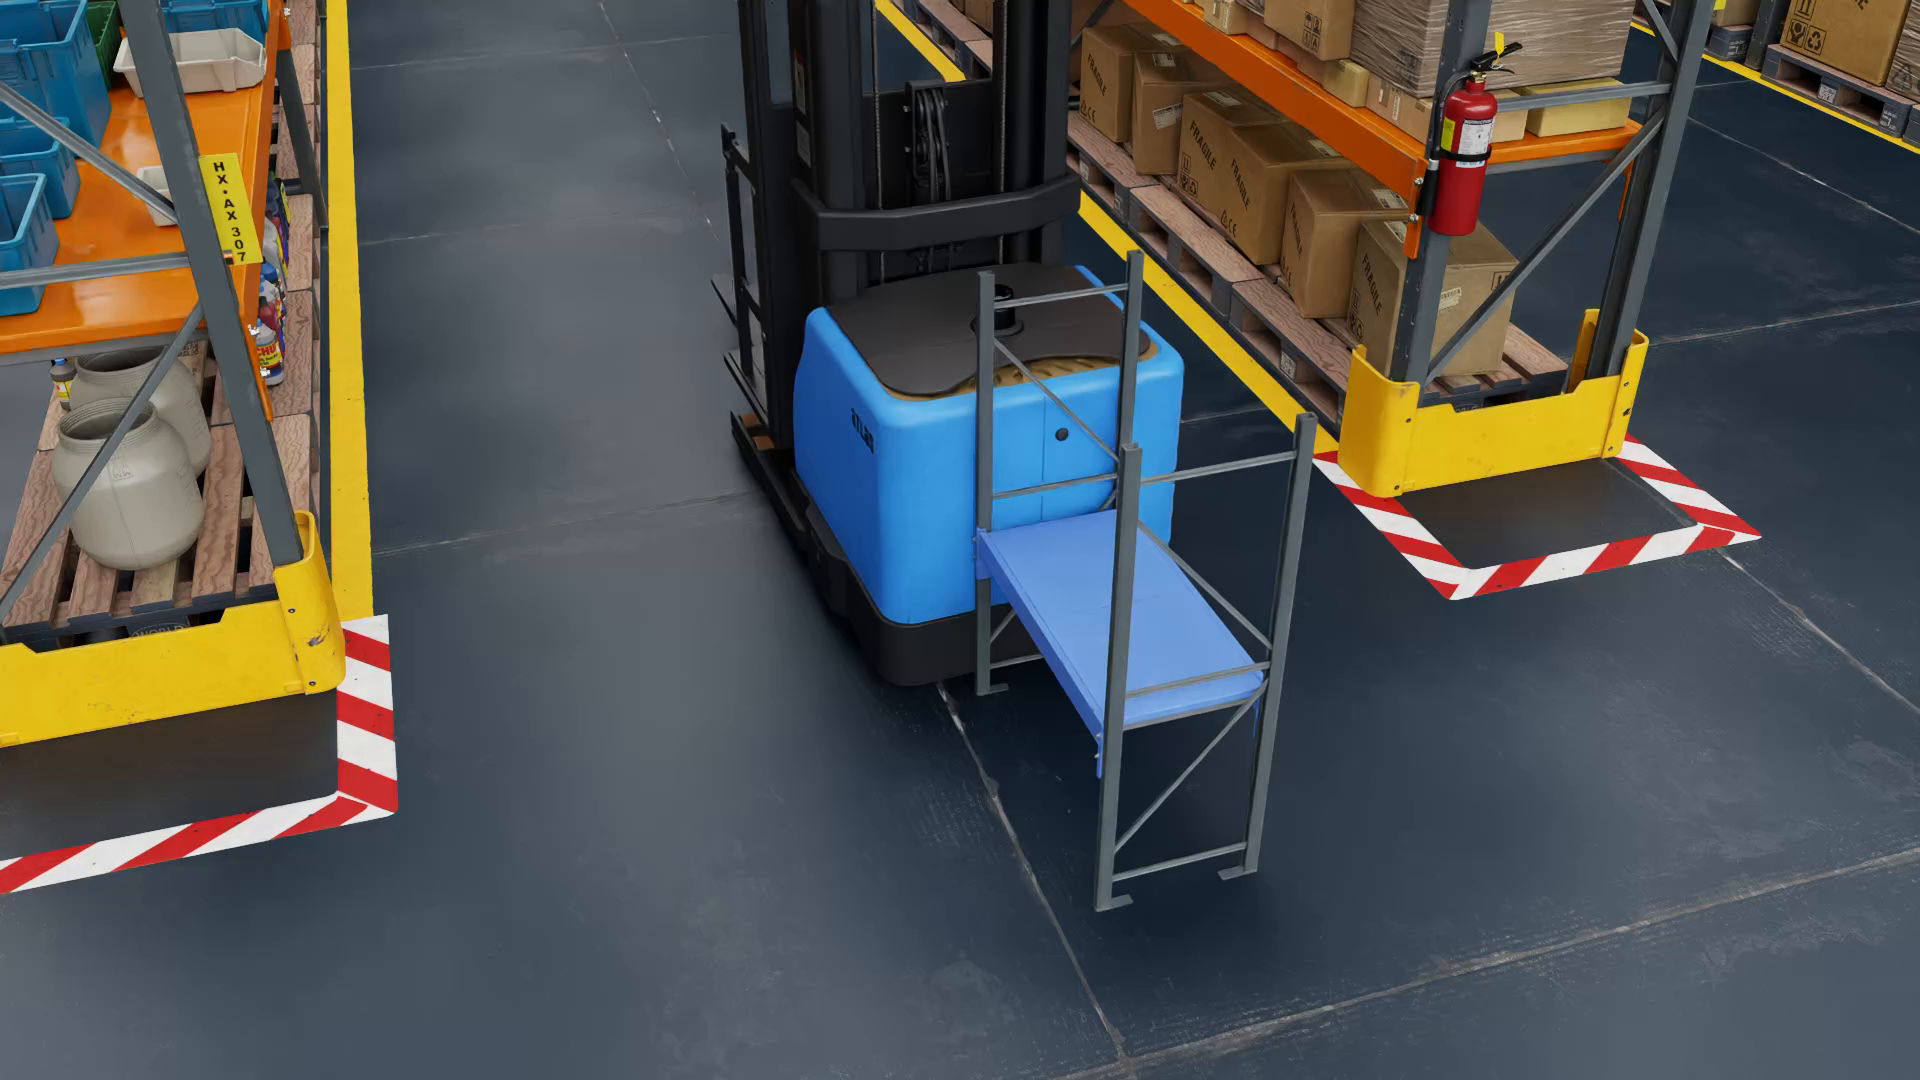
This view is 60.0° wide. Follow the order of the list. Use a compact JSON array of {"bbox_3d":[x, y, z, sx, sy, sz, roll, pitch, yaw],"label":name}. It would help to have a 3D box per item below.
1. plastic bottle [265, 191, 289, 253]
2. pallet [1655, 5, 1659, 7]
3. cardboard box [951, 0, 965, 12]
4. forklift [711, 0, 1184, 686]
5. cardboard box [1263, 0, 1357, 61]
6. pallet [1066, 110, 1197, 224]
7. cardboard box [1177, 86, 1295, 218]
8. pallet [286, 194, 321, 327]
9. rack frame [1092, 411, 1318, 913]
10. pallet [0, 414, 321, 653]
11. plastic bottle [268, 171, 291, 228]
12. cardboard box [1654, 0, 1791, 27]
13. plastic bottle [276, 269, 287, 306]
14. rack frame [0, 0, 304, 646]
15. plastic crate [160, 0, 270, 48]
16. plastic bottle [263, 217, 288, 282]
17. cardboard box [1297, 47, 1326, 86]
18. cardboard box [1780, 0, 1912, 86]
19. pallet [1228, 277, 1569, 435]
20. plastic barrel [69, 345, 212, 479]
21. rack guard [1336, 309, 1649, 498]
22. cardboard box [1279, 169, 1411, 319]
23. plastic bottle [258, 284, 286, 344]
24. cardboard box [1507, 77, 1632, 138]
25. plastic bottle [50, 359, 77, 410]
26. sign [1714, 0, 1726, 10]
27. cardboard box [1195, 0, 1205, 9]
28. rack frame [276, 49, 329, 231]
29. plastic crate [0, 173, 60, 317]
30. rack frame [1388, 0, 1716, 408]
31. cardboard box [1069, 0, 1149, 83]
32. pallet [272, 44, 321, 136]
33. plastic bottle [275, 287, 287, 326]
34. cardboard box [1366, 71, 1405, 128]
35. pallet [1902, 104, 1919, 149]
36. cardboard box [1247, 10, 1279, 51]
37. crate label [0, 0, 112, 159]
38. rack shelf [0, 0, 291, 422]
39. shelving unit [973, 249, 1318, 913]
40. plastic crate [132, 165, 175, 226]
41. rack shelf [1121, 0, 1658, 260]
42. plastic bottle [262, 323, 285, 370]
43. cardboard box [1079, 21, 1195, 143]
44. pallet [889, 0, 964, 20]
[{"bbox_3d":[-3.269,-1.511,7.820,0.144,0.351,0.185,-12,35,-17],"label":"plastic bottle"},{"bbox_3d":[4.990,-4.308,12.578,1.003,0.211,1.213,-10,35,-15],"label":"pallet"},{"bbox_3d":[0.283,-3.963,11.395,0.700,0.500,0.500,-7,34,-11],"label":"cardboard box"},{"bbox_3d":[-0.287,-1.553,5.941,1.130,2.935,3.031,-12,35,-18],"label":"forklift"},{"bbox_3d":[1.730,-2.258,6.585,0.875,0.500,0.500,-10,35,-15],"label":"cardboard box"},{"bbox_3d":[1.157,-2.146,9.306,1.003,0.211,1.213,-10,35,-15],"label":"pallet"},{"bbox_3d":[1.449,-1.960,8.381,0.500,0.500,0.500,-13,36,-19],"label":"cardboard box"},{"bbox_3d":[-3.633,-1.300,8.026,1.003,0.211,1.213,-10,35,-15],"label":"pallet"},{"bbox_3d":[0.615,0.368,4.332,0.500,1.500,0.032,-11,35,-16],"label":"rack frame"},{"bbox_3d":[-2.889,-0.019,6.087,1.003,0.211,1.213,-10,35,-15],"label":"pallet"},{"bbox_3d":[-3.337,-1.676,8.131,0.061,0.283,0.133,-8,34,-12],"label":"plastic bottle"},{"bbox_3d":[5.398,-3.985,11.219,1.050,0.750,0.750,-10,35,-15],"label":"cardboard box"},{"bbox_3d":[-3.062,-1.136,7.387,0.097,0.201,0.097,0,33,0],"label":"plastic bottle"},{"bbox_3d":[-2.578,-0.723,4.623,1.000,3.000,0.127,-10,35,-15],"label":"rack frame"},{"bbox_3d":[-3.202,-2.226,7.032,0.499,0.251,0.616,-10,35,-15],"label":"plastic crate"},{"bbox_3d":[-3.170,-1.342,7.563,0.144,0.351,0.185,-10,35,-15],"label":"plastic bottle"},{"bbox_3d":[1.593,-1.954,6.714,0.380,0.149,0.250,-10,35,-15],"label":"cardboard box"},{"bbox_3d":[5.798,-3.384,10.197,0.875,0.875,0.875,-9,35,-14],"label":"cardboard box"},{"bbox_3d":[1.901,-0.865,7.368,1.003,0.211,1.213,-10,35,-15],"label":"pallet"},{"bbox_3d":[-3.005,-0.456,6.095,0.421,0.512,0.421,0,33,0],"label":"plastic barrel"},{"bbox_3d":[2.116,-0.553,6.633,1.175,0.500,0.348,-10,35,-15],"label":"rack guard"},{"bbox_3d":[1.749,-1.327,7.424,0.500,0.500,0.500,-1,33,-2],"label":"cardboard box"},{"bbox_3d":[-2.939,-0.953,7.047,0.097,0.271,0.097,0,33,0],"label":"plastic bottle"},{"bbox_3d":[2.279,-1.641,6.240,0.380,0.149,0.250,-10,35,-15],"label":"cardboard box"},{"bbox_3d":[-3.556,-0.630,6.621,0.097,0.201,0.097,0,33,0],"label":"plastic bottle"},{"bbox_3d":[2.655,-2.009,5.783,0.100,0.325,0.005,-10,35,-15],"label":"sign"},{"bbox_3d":[1.288,-2.479,7.509,0.380,0.149,0.250,-10,35,-15],"label":"cardboard box"},{"bbox_3d":[-3.798,-2.823,7.802,1.000,3.000,0.127,-10,35,-15],"label":"rack frame"},{"bbox_3d":[-3.016,-0.874,4.986,0.499,0.251,0.616,-10,35,-15],"label":"plastic crate"},{"bbox_3d":[2.139,-1.556,5.884,1.000,3.000,0.127,-10,35,-15],"label":"rack frame"},{"bbox_3d":[0.752,-3.123,10.123,0.700,0.500,0.500,-13,36,-18],"label":"cardboard box"},{"bbox_3d":[-4.451,-2.707,10.156,1.003,0.211,1.213,-10,35,-15],"label":"pallet"},{"bbox_3d":[-3.000,-1.028,7.224,0.097,0.201,0.097,0,33,0],"label":"plastic bottle"},{"bbox_3d":[1.780,-1.697,6.326,0.380,0.149,0.250,-10,35,-15],"label":"cardboard box"},{"bbox_3d":[6.206,-2.220,9.418,1.003,0.211,1.213,-10,35,-15],"label":"pallet"},{"bbox_3d":[1.458,-2.220,7.116,0.380,0.149,0.250,-10,35,-15],"label":"cardboard box"},{"bbox_3d":[-3.397,-1.659,6.007,0.502,0.435,0.616,-10,35,-15],"label":"crate label"},{"bbox_3d":[-3.188,-1.473,6.411,1.077,0.370,4.000,-10,35,-15],"label":"rack shelf"},{"bbox_3d":[0.452,0.103,4.734,0.538,1.500,1.048,-11,35,-16],"label":"shelving unit"},{"bbox_3d":[-2.545,-1.137,5.489,0.298,0.136,0.250,-10,35,-15],"label":"plastic crate"},{"bbox_3d":[1.529,-2.306,7.671,1.077,0.370,4.000,-10,35,-15],"label":"rack shelf"},{"bbox_3d":[-2.866,-0.798,6.876,0.097,0.201,0.097,0,33,0],"label":"plastic bottle"},{"bbox_3d":[1.003,-2.572,9.307,0.500,0.500,0.500,-11,35,-16],"label":"cardboard box"},{"bbox_3d":[-0.065,-4.182,12.388,1.003,0.211,1.213,-10,35,-15],"label":"pallet"}]
